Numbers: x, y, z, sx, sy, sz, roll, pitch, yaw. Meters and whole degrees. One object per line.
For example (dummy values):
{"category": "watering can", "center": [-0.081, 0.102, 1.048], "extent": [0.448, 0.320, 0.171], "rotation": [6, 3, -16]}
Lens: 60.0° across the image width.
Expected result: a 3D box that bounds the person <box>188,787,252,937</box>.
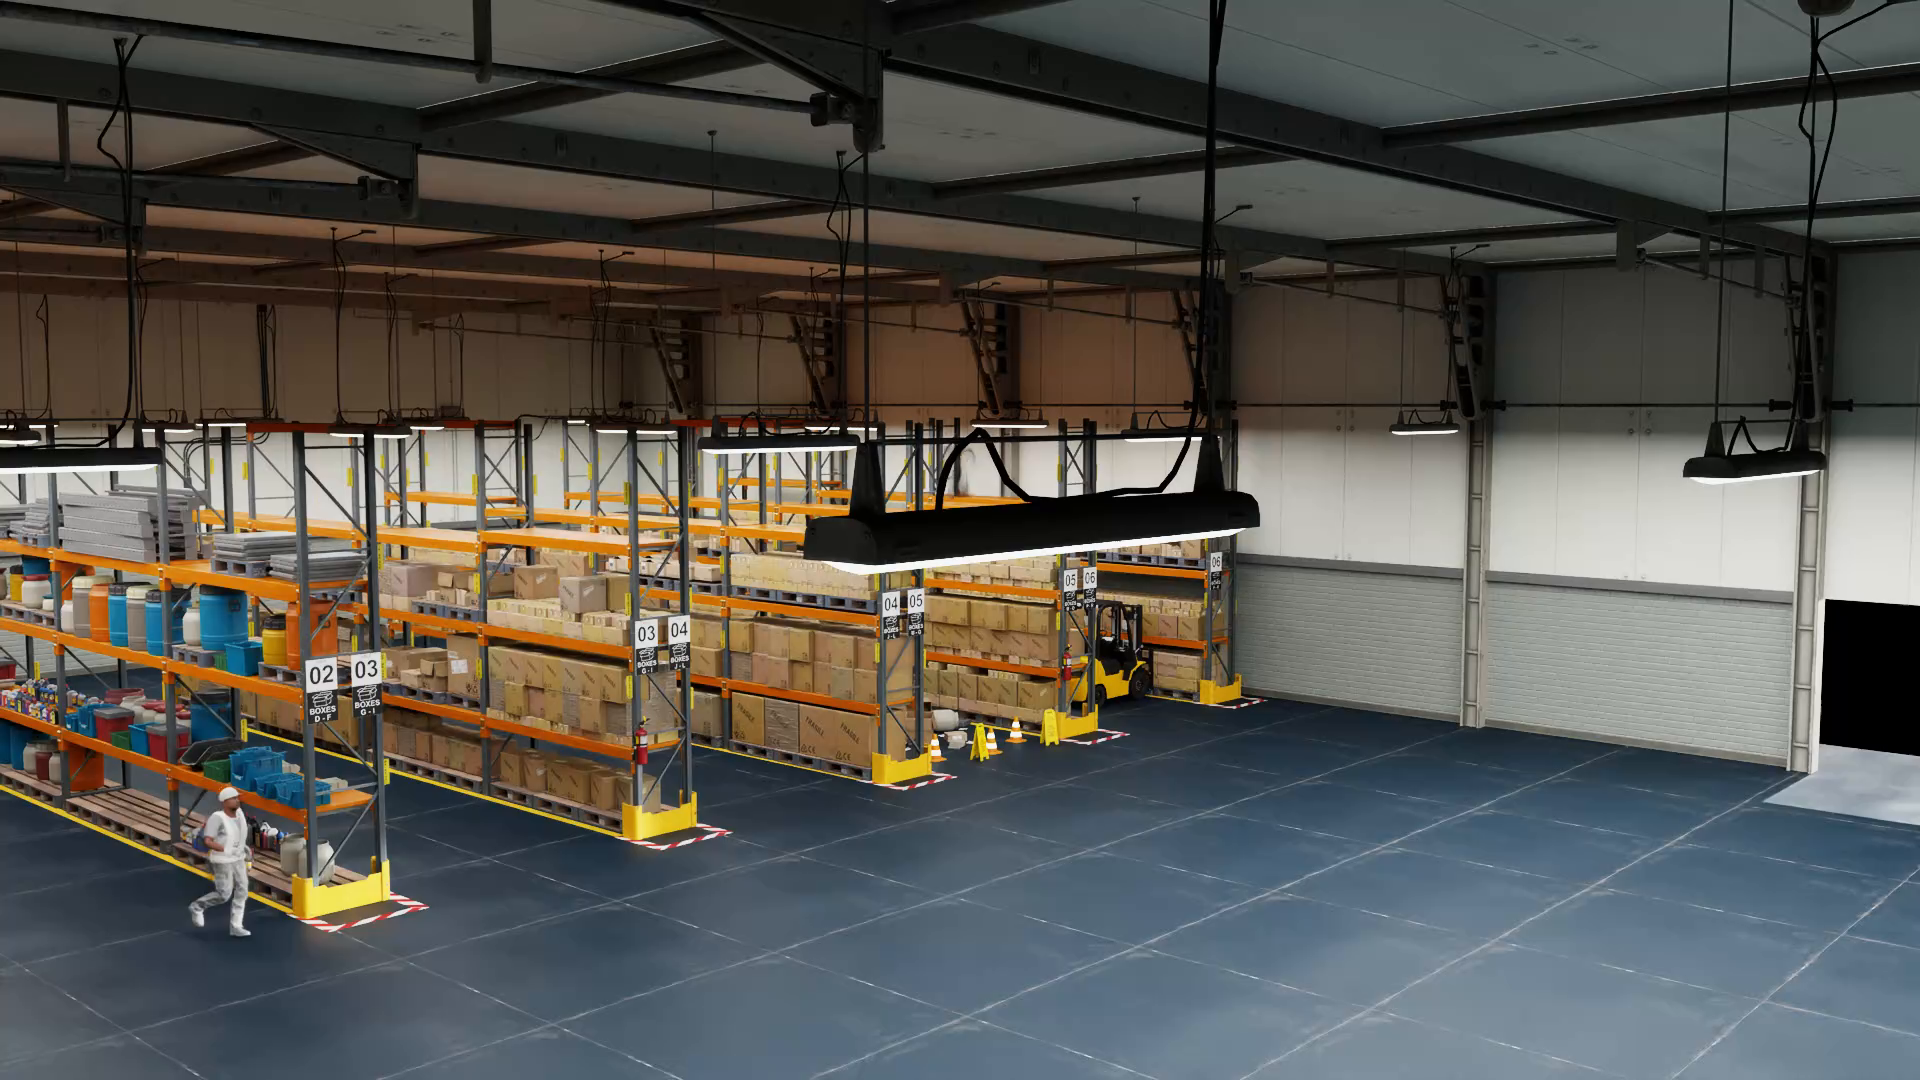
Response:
{"category": "person", "center": [-8.780, 3.827, 19.894], "extent": [0.820, 1.752, 0.724], "rotation": [1, 5, 14]}
